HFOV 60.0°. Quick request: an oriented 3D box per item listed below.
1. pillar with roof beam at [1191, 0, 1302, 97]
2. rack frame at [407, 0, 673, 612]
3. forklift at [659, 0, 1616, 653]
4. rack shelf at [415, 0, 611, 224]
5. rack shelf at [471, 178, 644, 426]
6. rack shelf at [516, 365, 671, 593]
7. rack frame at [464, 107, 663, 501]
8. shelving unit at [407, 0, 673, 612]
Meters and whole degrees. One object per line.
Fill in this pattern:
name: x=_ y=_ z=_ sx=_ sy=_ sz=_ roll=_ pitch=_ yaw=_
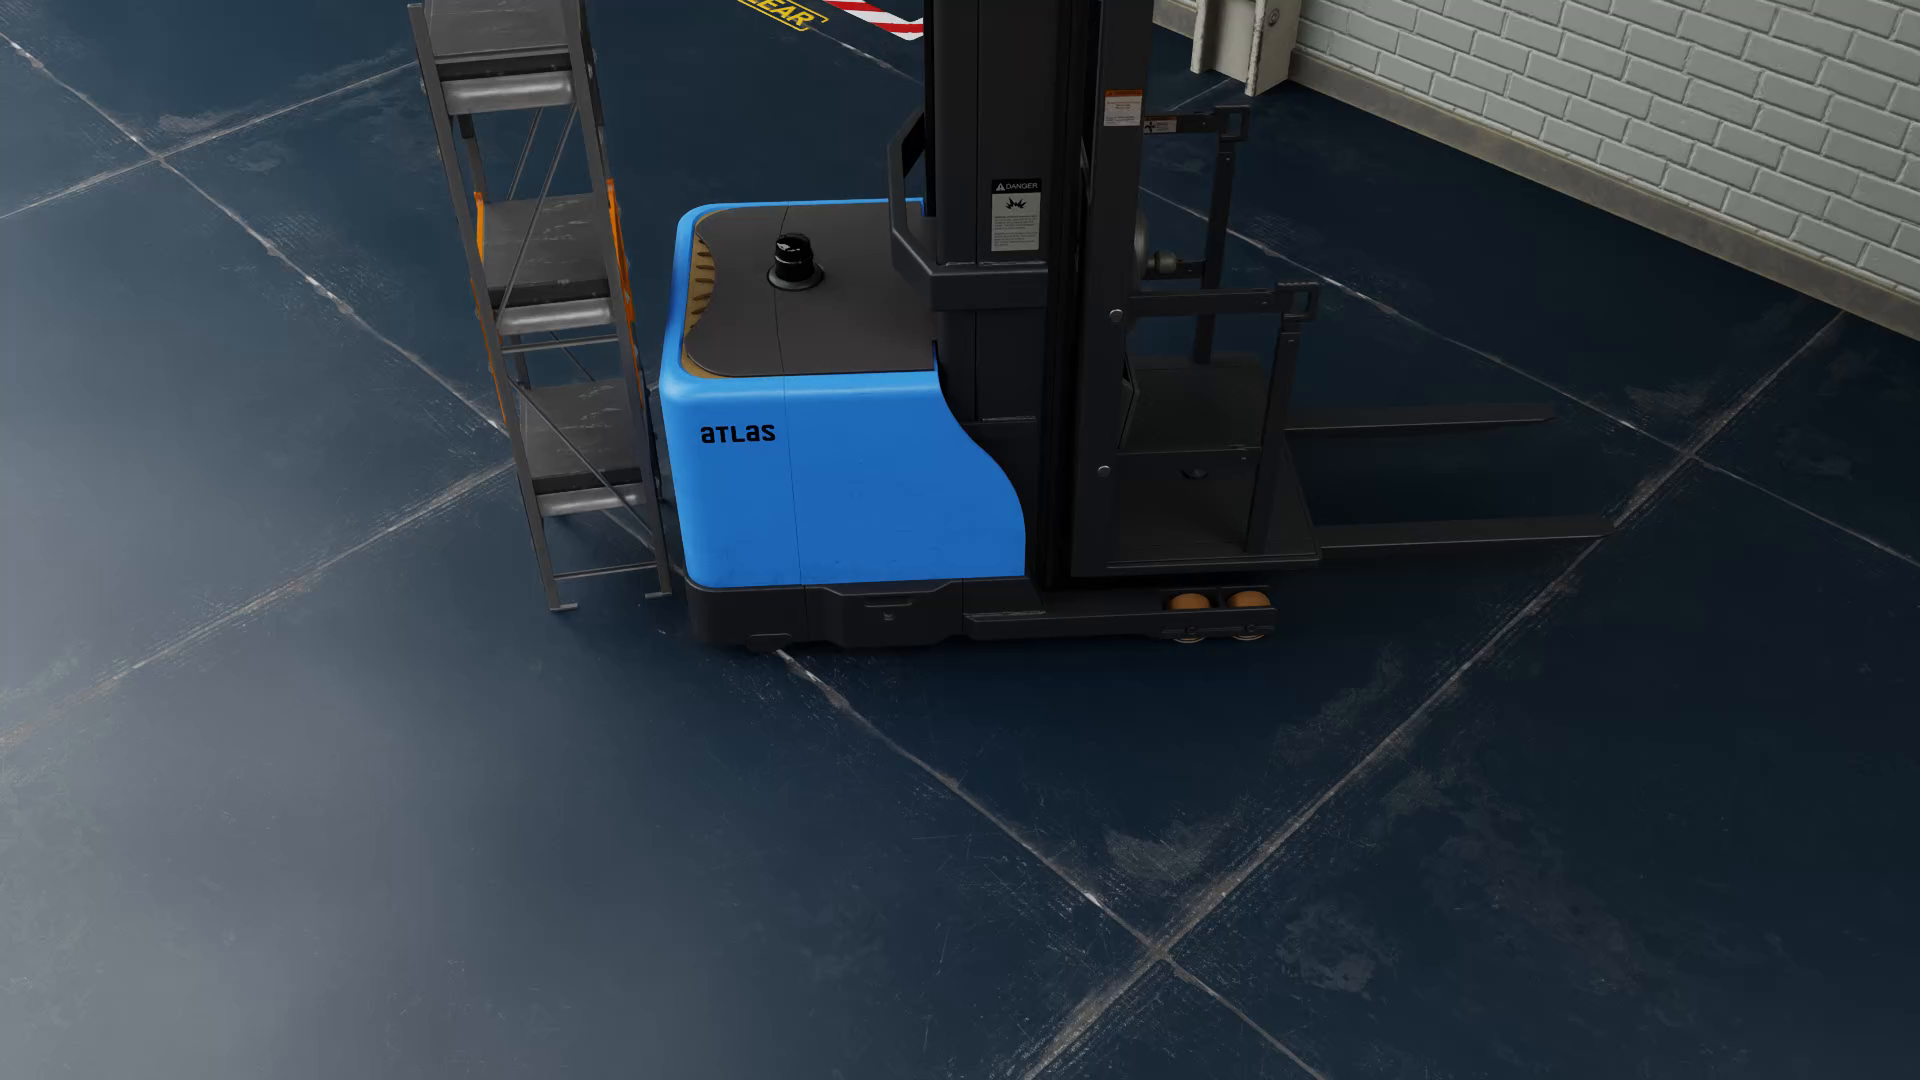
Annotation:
pillar with roof beam: x=-1.655 y=-3.562 z=2.974 sx=9.100 sy=9.000 sz=0.400 roll=-34 pitch=53 yaw=-31
rack frame: x=-1.157 y=-0.564 z=4.813 sx=0.400 sy=2.100 sz=0.015 roll=-8 pitch=43 yaw=-8
forklift: x=0.622 y=-1.102 z=4.783 sx=3.031 sy=2.935 sz=1.130 roll=-2 pitch=43 yaw=-3
rack shelf: x=-1.204 y=-1.230 z=4.523 sx=0.431 sy=0.518 sz=0.480 roll=-8 pitch=43 yaw=-8
rack shelf: x=-1.204 y=-0.716 z=4.998 sx=0.431 sy=0.518 sz=0.480 roll=-8 pitch=43 yaw=-8
rack shelf: x=-1.204 y=-0.202 z=5.473 sx=0.431 sy=0.518 sz=0.480 roll=-8 pitch=43 yaw=-8
rack frame: x=-1.251 y=-0.889 z=5.165 sx=0.400 sy=2.100 sz=0.015 roll=-8 pitch=43 yaw=-8
shelving unit: x=-1.204 y=-0.726 z=4.989 sx=0.431 sy=2.100 sz=0.503 roll=-8 pitch=43 yaw=-8
